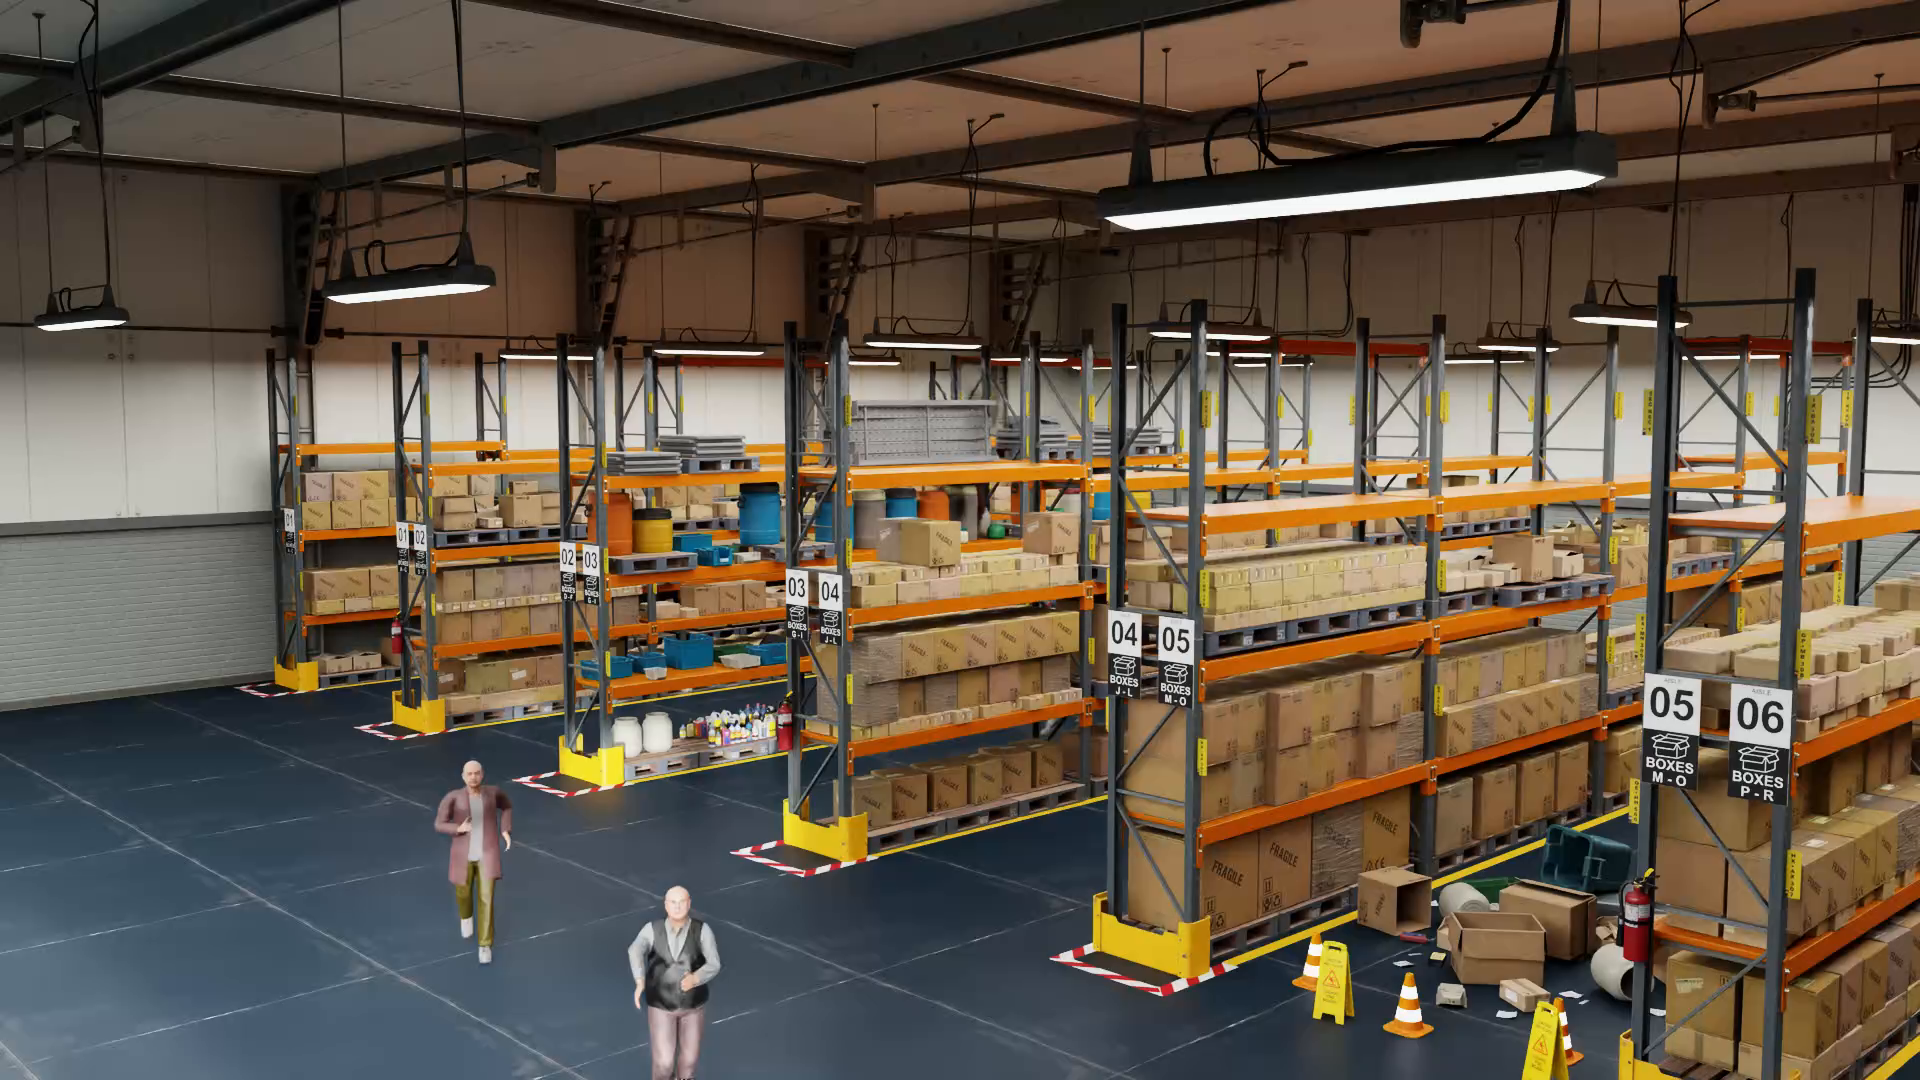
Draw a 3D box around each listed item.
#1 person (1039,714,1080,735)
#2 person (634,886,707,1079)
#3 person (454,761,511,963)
[{"bbox_3d":[1.483,1.940,24.019,0.850,1.784,0.718,-5,7,-44],"label":"person"},{"bbox_3d":[-2.033,3.344,11.711,0.501,1.431,0.676,-1,5,-14],"label":"person"},{"bbox_3d":[-4.489,2.918,15.410,0.673,1.760,1.066,-2,5,-17],"label":"person"}]
